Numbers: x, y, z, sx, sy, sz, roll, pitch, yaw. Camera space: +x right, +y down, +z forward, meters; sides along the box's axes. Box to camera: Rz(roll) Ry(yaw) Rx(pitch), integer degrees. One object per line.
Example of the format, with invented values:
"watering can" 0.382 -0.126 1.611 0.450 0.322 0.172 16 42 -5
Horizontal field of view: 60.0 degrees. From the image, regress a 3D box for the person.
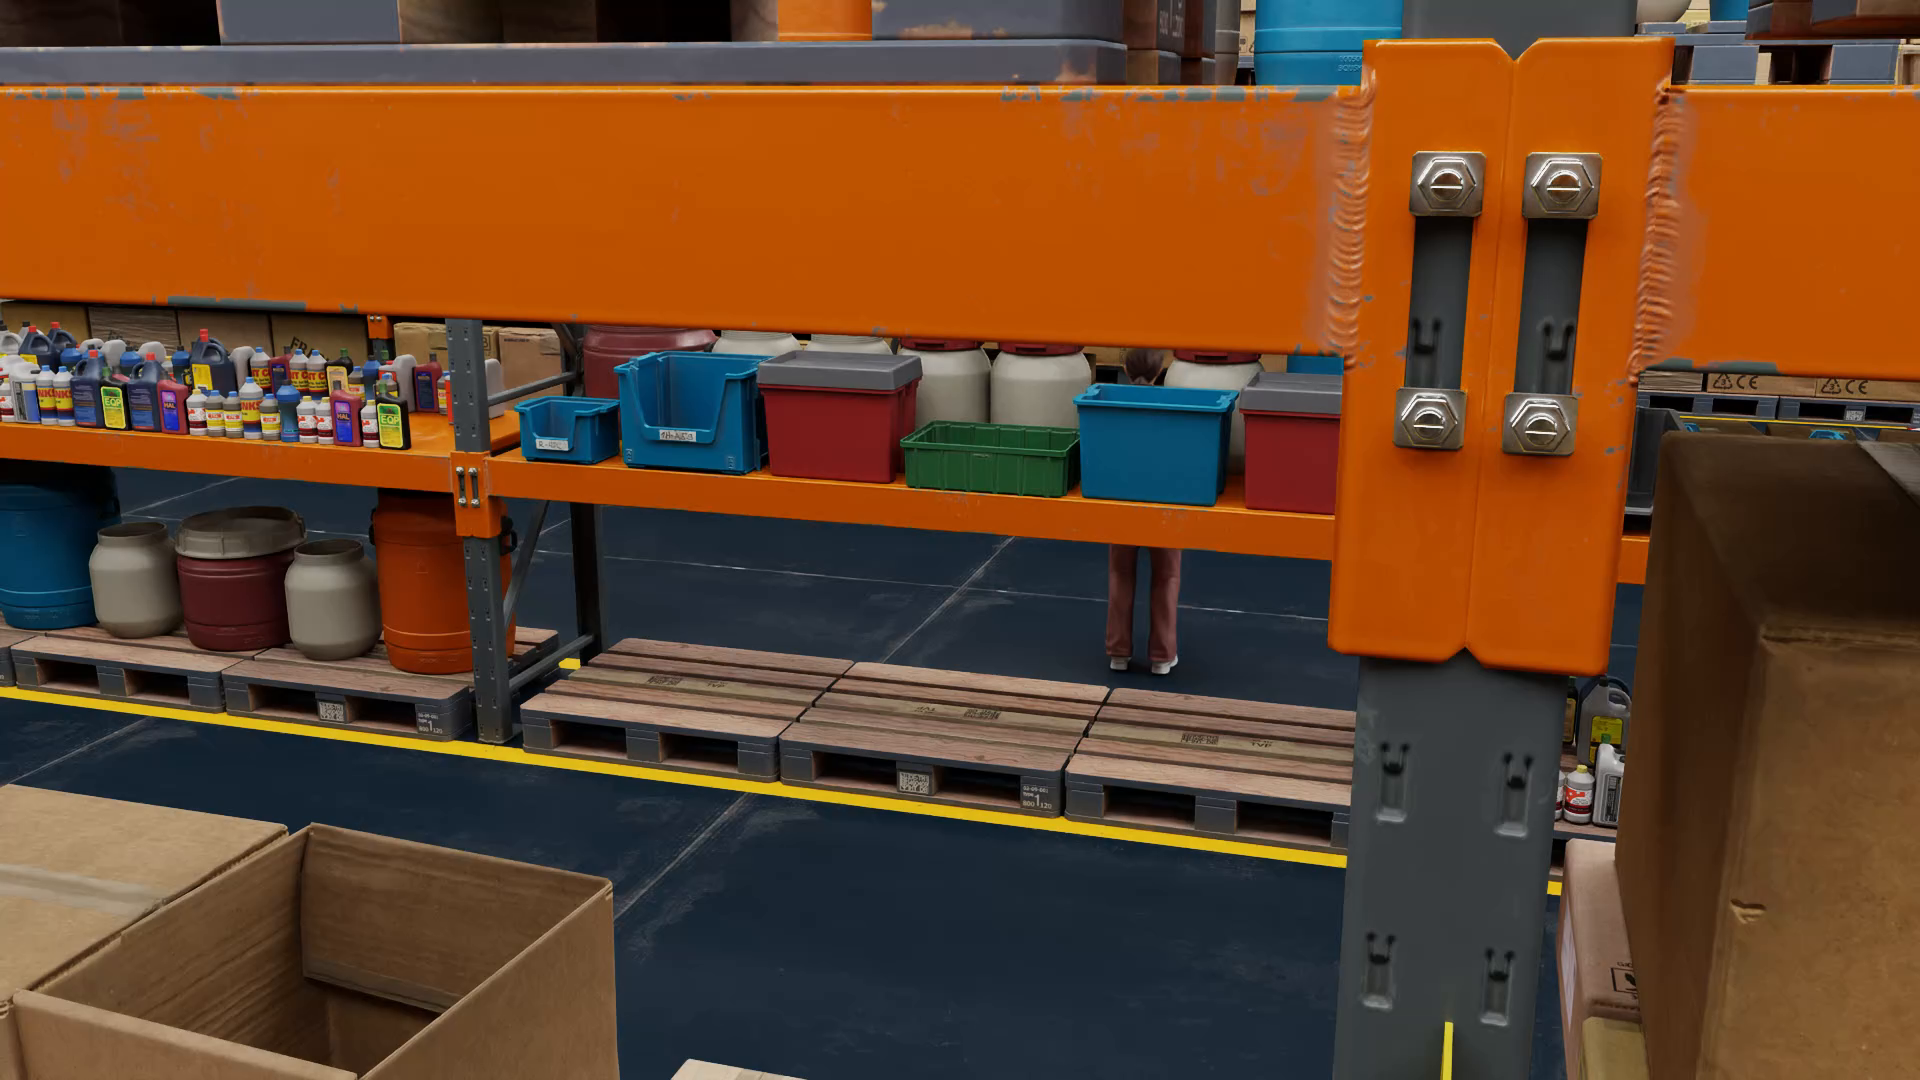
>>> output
"person" 0.925 -0.180 8.214 0.425 1.663 0.559 5 16 17
